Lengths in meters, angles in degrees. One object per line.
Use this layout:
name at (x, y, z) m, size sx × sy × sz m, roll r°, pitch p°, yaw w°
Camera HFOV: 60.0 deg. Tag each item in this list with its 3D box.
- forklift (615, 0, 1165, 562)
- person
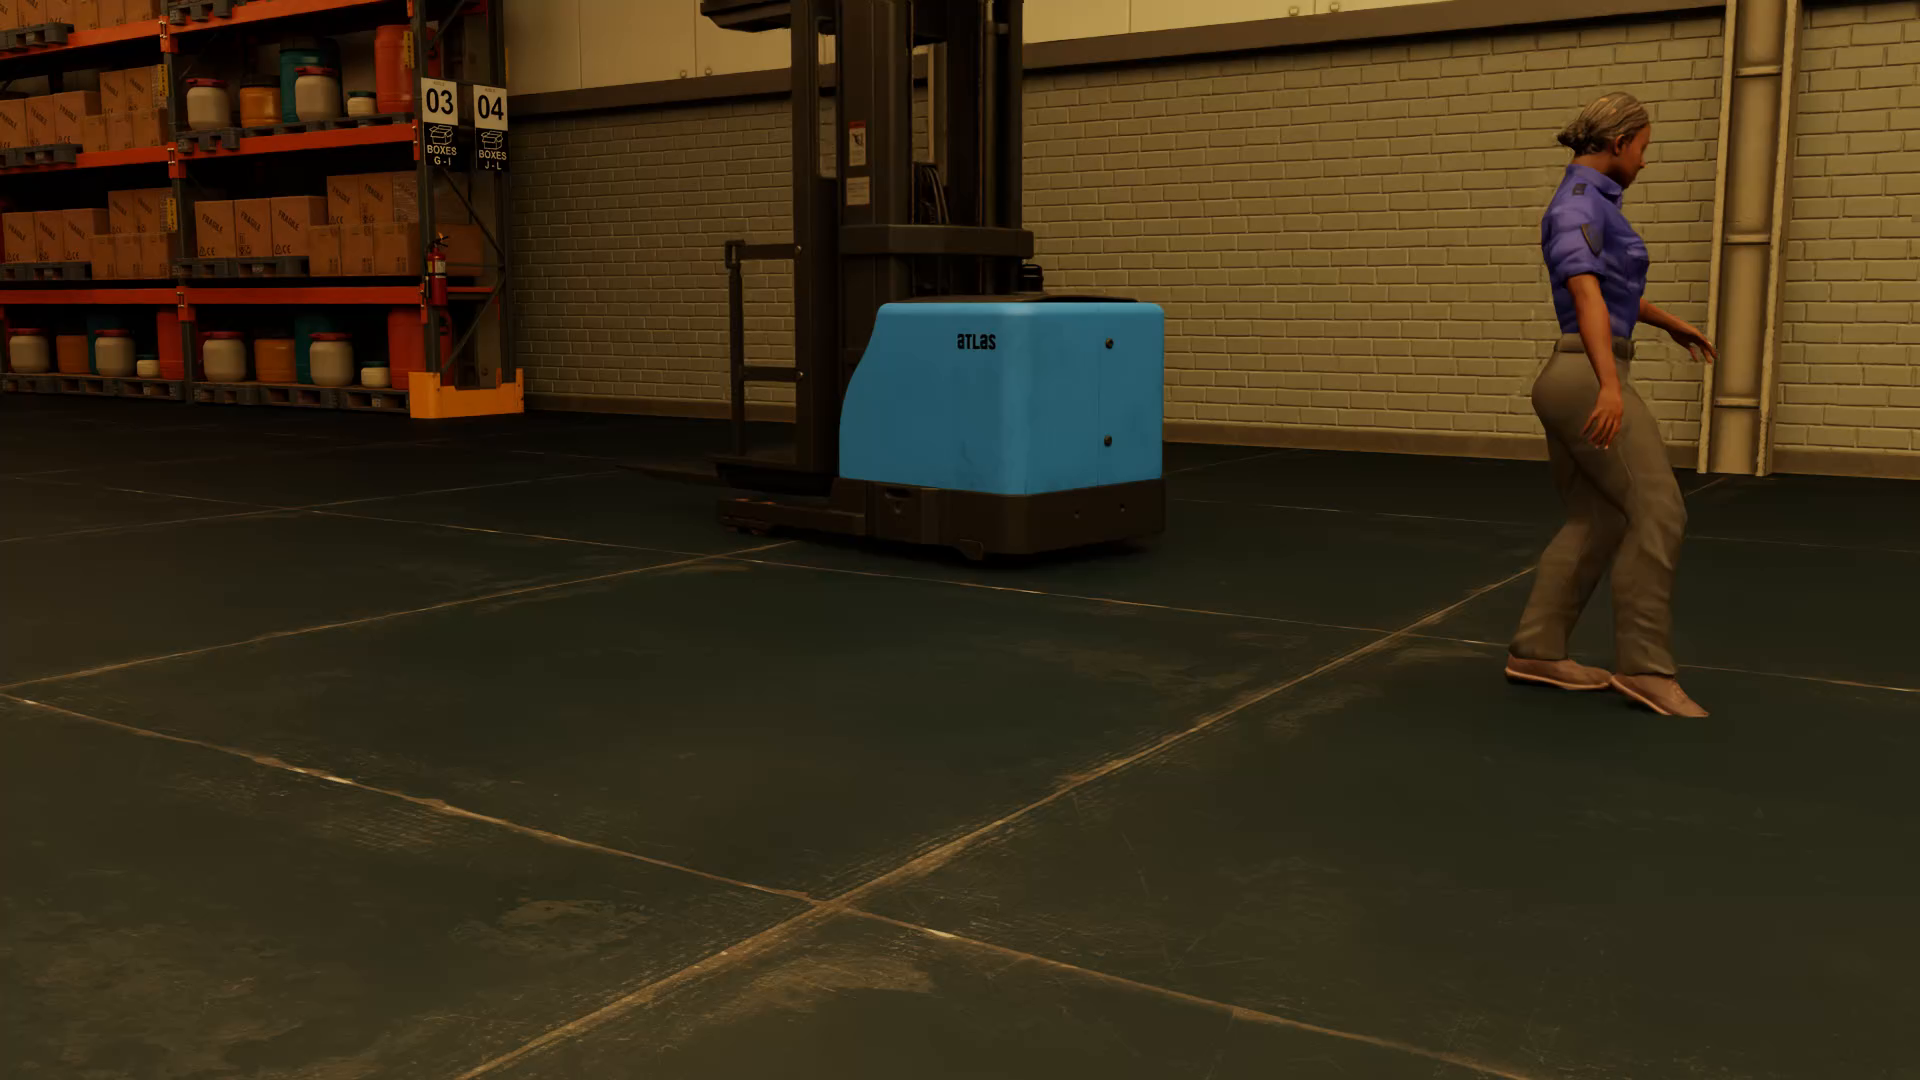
forklift at (-0.507, -1.514, 7.840) m, size 3.031 × 2.935 × 1.130 m, roll 8°, pitch 11°, yaw 43°
person at (1.791, -0.351, 4.493) m, size 0.551 × 1.687 × 0.899 m, roll 3°, pitch 9°, yaw 21°
